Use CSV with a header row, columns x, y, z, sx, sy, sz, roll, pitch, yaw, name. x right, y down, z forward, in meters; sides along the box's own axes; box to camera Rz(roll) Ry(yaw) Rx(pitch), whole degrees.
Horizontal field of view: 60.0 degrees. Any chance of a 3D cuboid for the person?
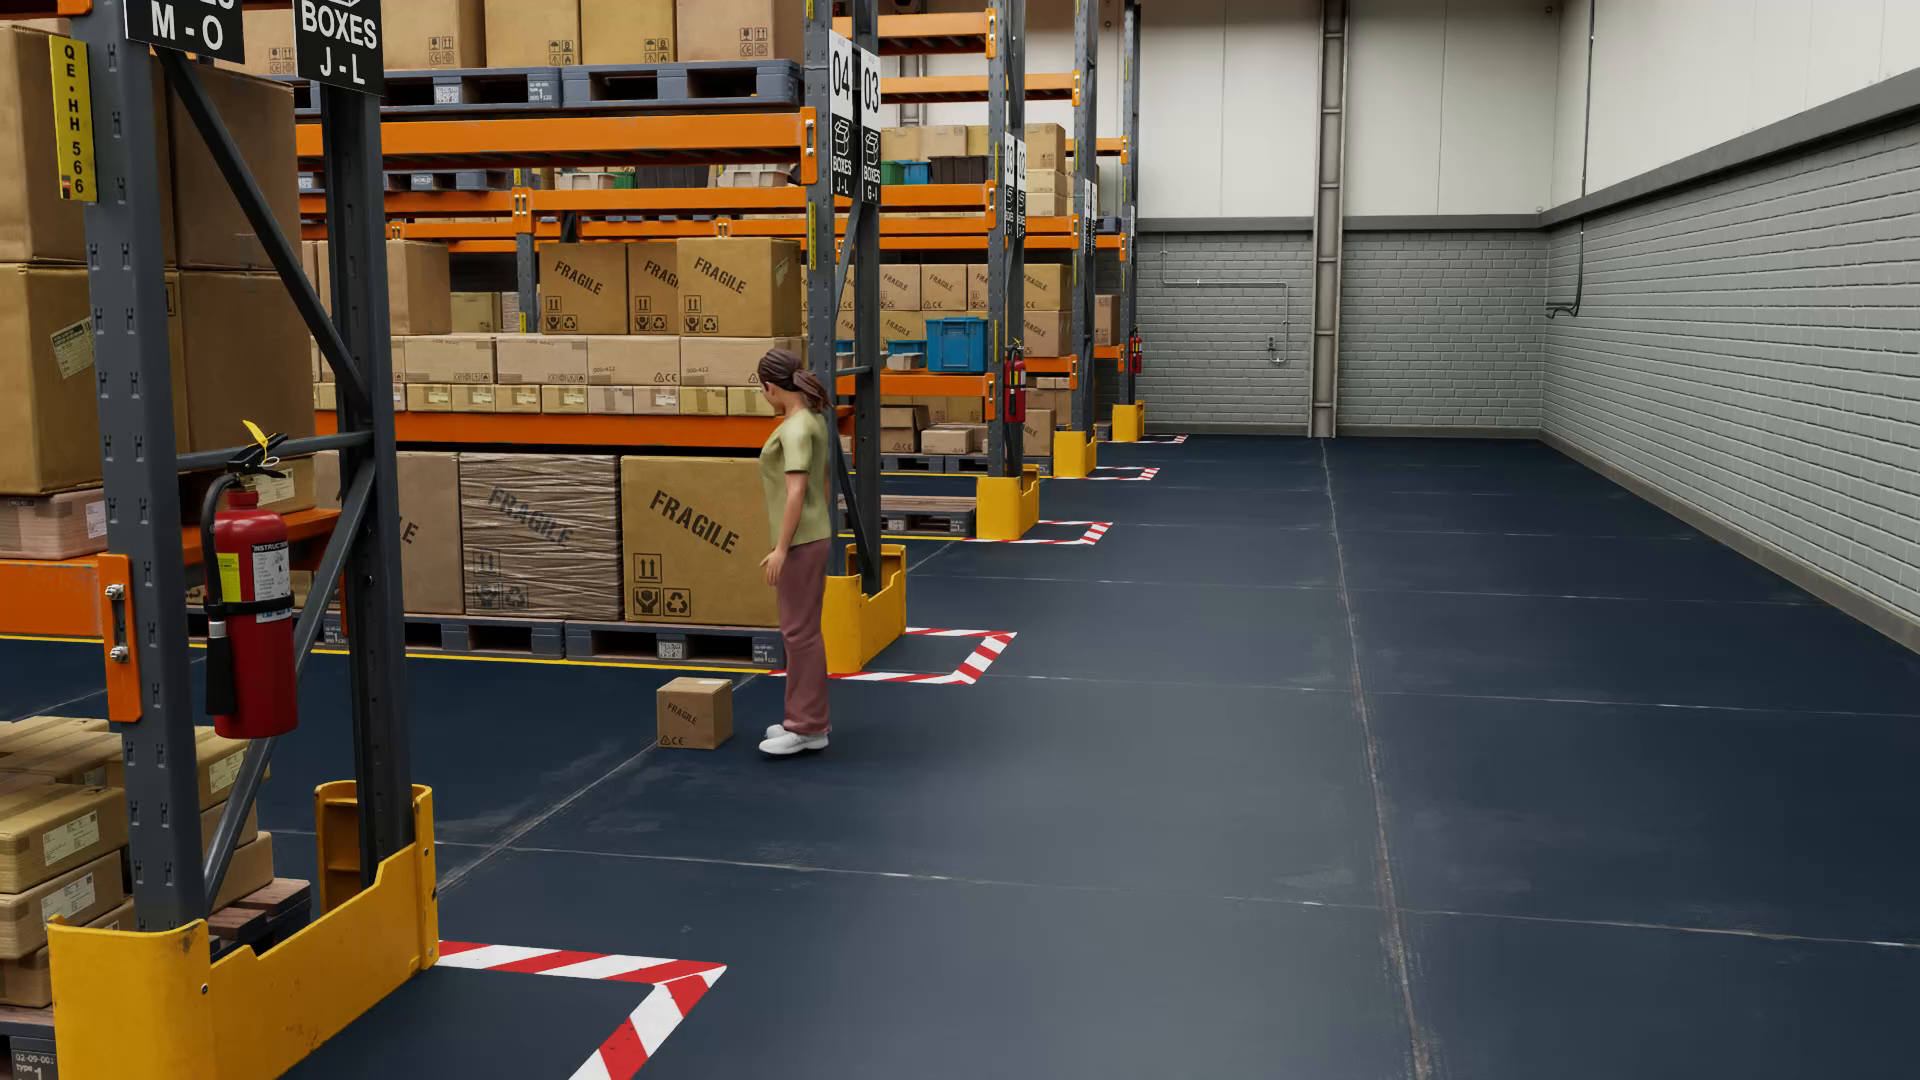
x,y,z,sx,sy,sz,roll,pitch,yaw,name
-0.676,0.052,6.921,0.327,1.696,0.530,0,8,-1,person
